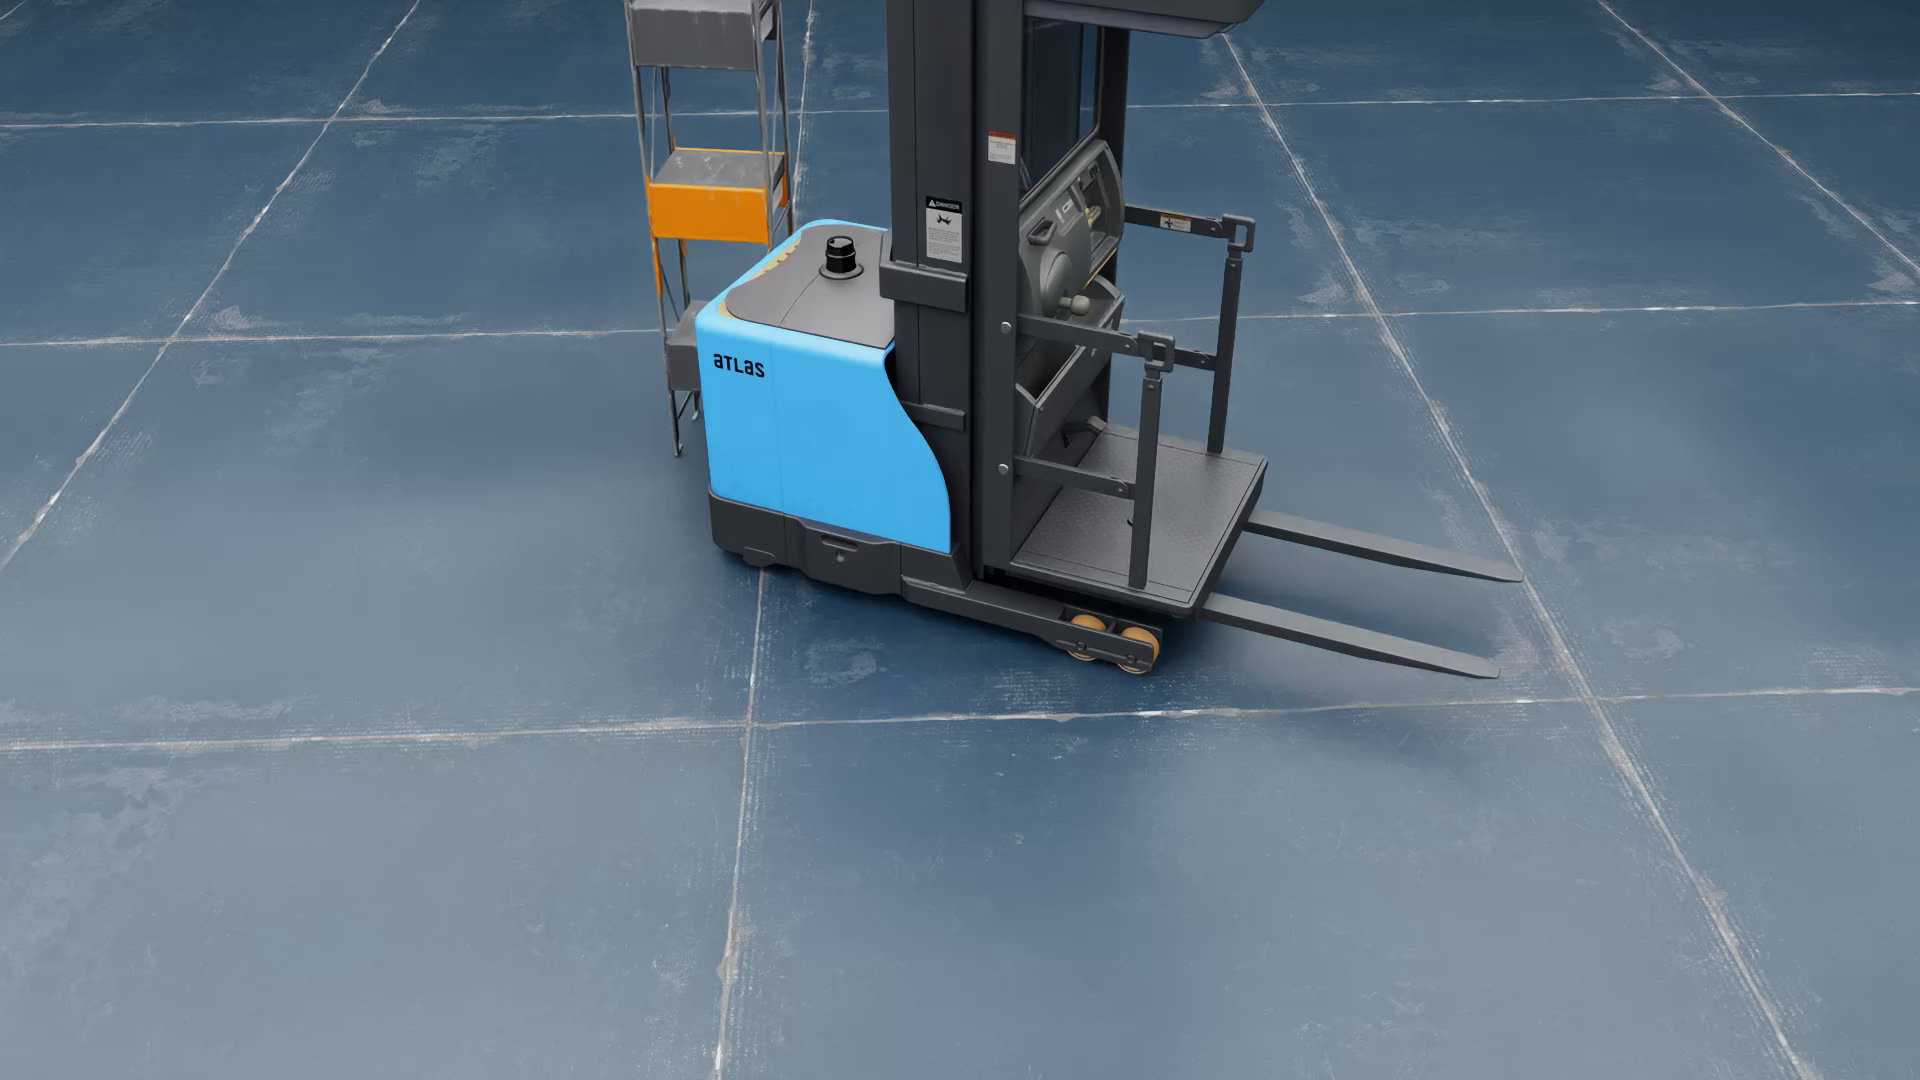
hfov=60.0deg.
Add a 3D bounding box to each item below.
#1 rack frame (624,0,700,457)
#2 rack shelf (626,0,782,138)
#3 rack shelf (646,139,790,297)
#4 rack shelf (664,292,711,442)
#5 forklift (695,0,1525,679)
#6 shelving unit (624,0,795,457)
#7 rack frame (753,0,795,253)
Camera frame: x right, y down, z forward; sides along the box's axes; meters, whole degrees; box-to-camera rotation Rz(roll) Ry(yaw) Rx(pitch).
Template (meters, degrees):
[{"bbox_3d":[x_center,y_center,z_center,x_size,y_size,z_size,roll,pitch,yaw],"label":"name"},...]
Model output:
[{"bbox_3d":[-1.215,-1.340,6.839,0.015,2.100,0.400,4,35,6],"label":"rack frame"},{"bbox_3d":[-0.971,-1.887,6.424,0.480,0.518,0.431,4,35,6],"label":"rack shelf"},{"bbox_3d":[-0.973,-1.312,6.823,0.480,0.518,0.431,4,35,6],"label":"rack shelf"},{"bbox_3d":[-0.975,-0.736,7.221,0.480,0.518,0.431,4,35,6],"label":"rack shelf"},{"bbox_3d":[0.578,-1.064,5.712,3.031,2.935,1.130,14,37,19],"label":"forklift"},{"bbox_3d":[-0.973,-1.323,6.815,0.503,2.100,0.431,4,35,6],"label":"shelving unit"},{"bbox_3d":[-0.730,-1.305,6.791,0.015,2.100,0.400,4,35,6],"label":"rack frame"}]
